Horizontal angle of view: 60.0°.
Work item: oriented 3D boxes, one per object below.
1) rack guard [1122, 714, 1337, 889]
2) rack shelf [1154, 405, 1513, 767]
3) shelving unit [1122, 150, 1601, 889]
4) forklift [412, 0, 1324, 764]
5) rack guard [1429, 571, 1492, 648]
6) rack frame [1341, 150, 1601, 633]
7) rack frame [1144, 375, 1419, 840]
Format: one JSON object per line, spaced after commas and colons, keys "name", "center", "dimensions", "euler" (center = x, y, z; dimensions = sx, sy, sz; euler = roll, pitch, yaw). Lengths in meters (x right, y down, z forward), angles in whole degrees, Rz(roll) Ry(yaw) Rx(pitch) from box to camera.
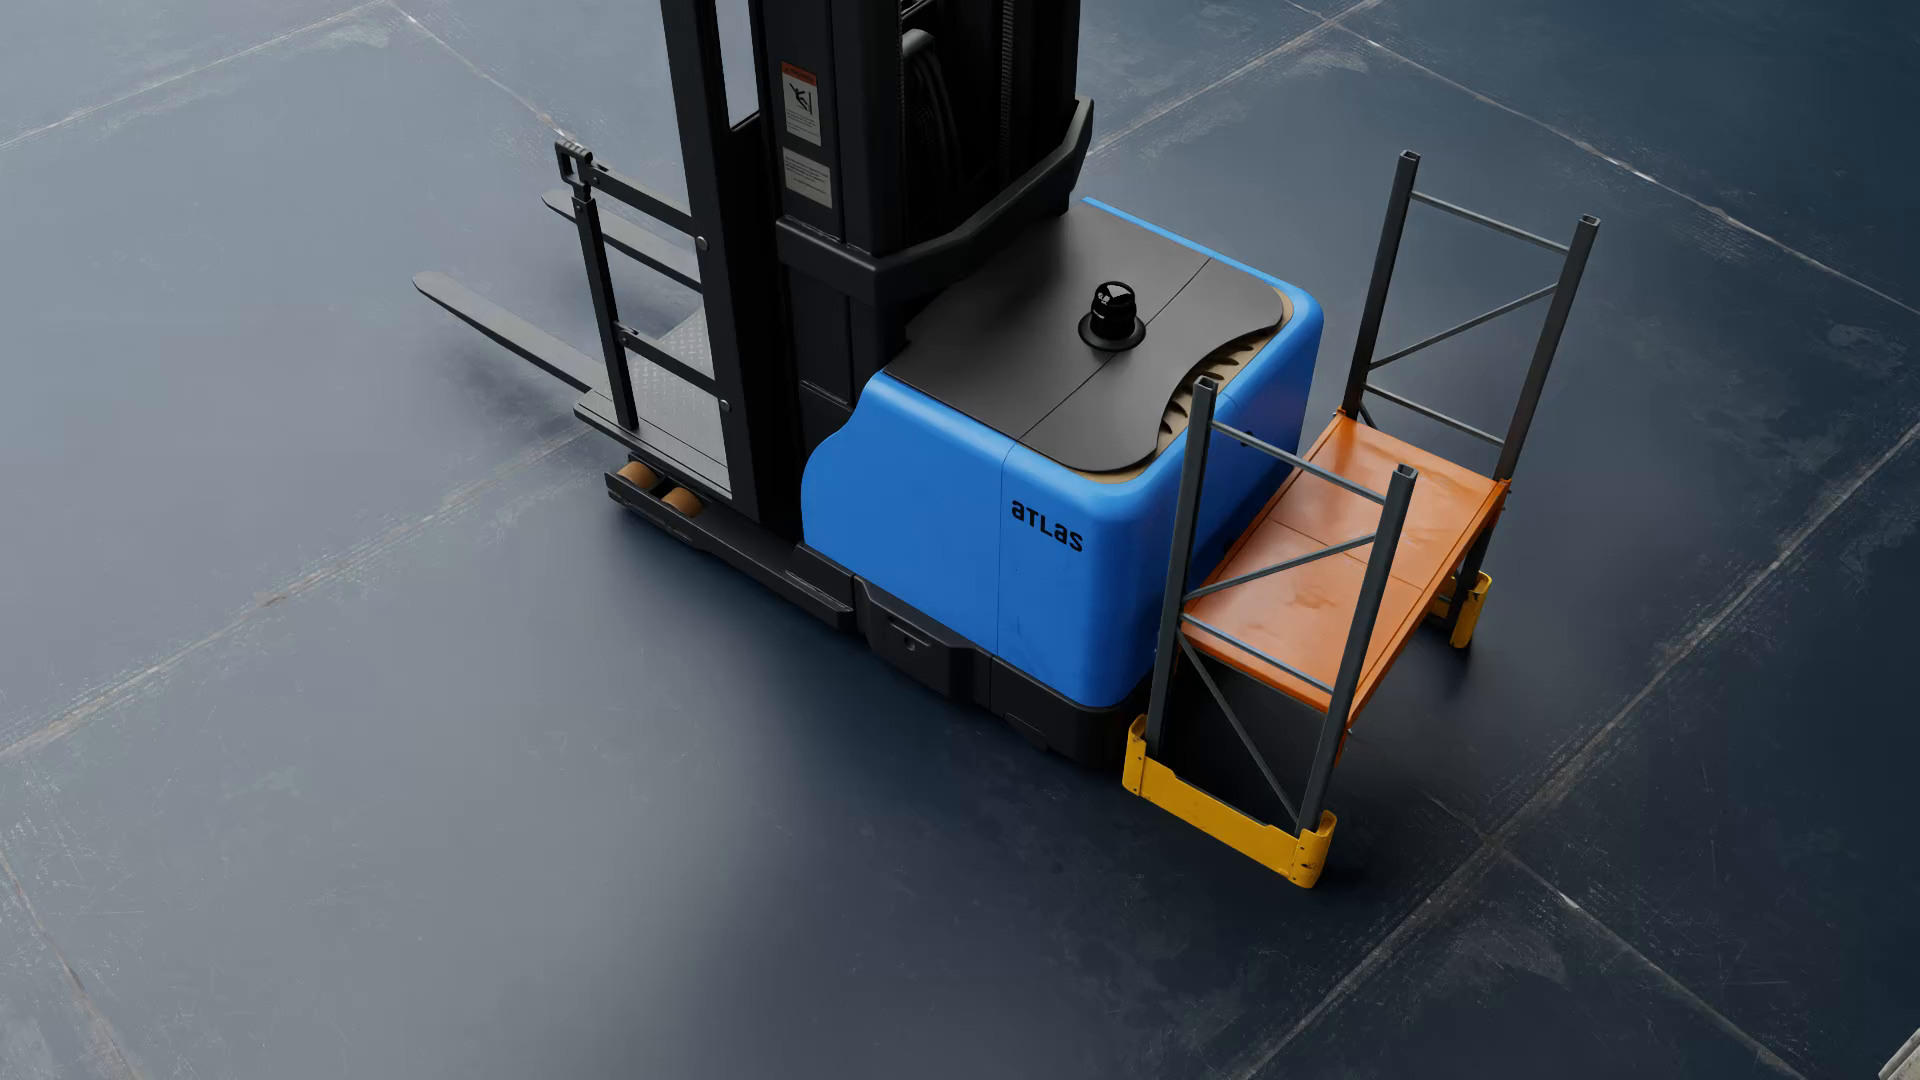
{"name": "rack guard", "center": [0.708, 0.695, 4.438], "dimensions": [0.587, 0.250, 0.087], "euler": [27, 53, 23]}
{"name": "rack shelf", "center": [0.999, 0.088, 4.393], "dimensions": [0.538, 0.185, 1.000], "euler": [27, 53, 23]}
{"name": "shelving unit", "center": [0.994, -0.028, 4.255], "dimensions": [0.587, 1.500, 1.083], "euler": [27, 53, 23]}
{"name": "forklift", "center": [-0.502, -1.274, 4.431], "dimensions": [3.031, 2.935, 1.130], "euler": [29, 54, 24]}
{"name": "rack guard", "center": [1.279, 0.095, 4.991], "dimensions": [0.587, 0.250, 0.087], "euler": [27, 53, 23]}
{"name": "rack frame", "center": [1.291, -0.340, 4.543], "dimensions": [0.500, 1.500, 0.032], "euler": [27, 53, 23]}
{"name": "rack frame", "center": [0.707, 0.272, 3.978], "dimensions": [0.500, 1.500, 0.032], "euler": [27, 53, 23]}
